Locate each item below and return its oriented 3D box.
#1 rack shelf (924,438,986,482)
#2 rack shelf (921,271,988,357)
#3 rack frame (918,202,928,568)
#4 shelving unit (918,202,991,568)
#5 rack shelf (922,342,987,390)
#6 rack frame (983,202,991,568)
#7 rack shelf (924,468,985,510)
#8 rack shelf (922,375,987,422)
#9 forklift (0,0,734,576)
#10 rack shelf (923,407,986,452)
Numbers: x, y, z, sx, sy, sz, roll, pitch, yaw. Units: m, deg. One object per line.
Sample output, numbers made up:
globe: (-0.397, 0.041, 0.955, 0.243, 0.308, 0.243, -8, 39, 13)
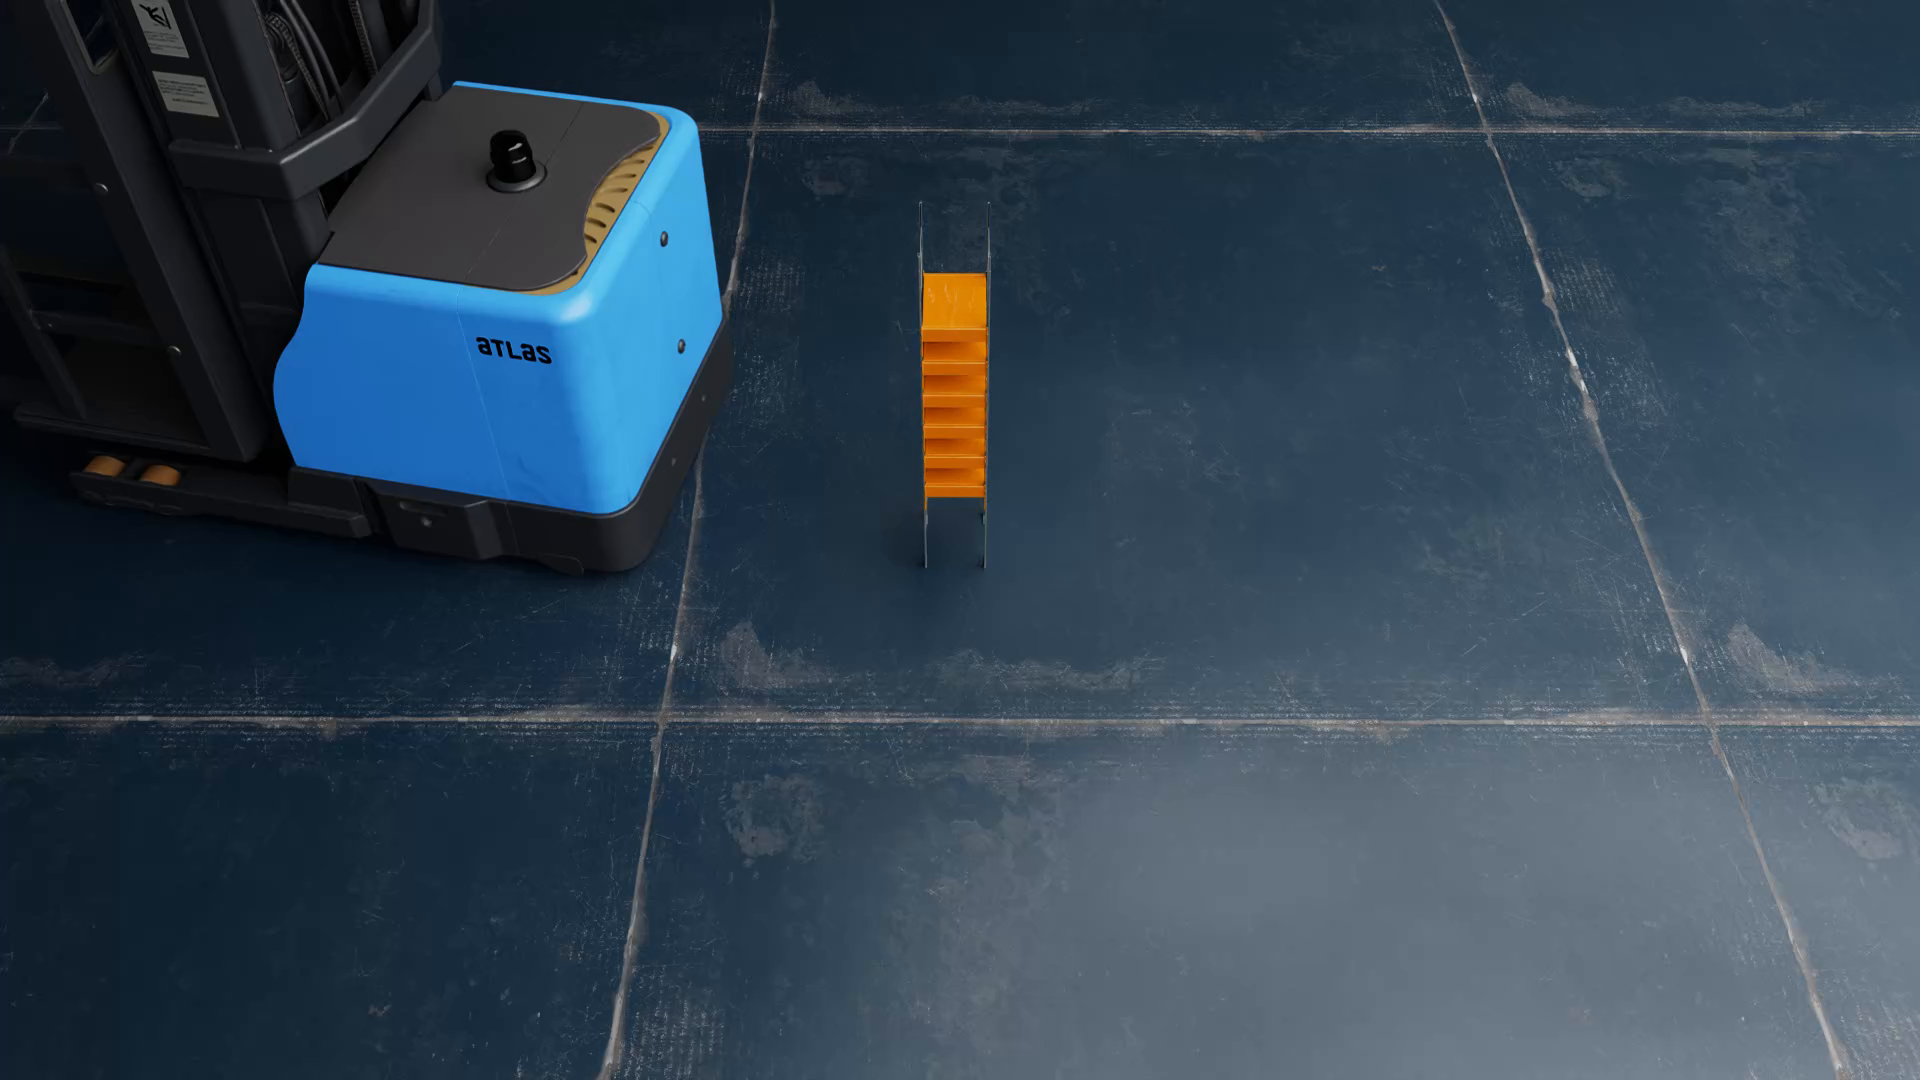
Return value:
rack shelf: (-0.014, -0.297, 4.931, 0.180, 0.103, 0.258, 0, 47, 0)
rack shelf: (-0.014, -0.624, 4.580, 0.180, 0.103, 0.258, 0, 47, 0)
rack frame: (-0.106, -0.409, 4.811, 0.006, 1.200, 0.240, 0, 47, 0)
shelving unit: (-0.014, -0.409, 4.811, 0.189, 1.200, 0.258, 0, 47, 0)
rack shelf: (-0.014, -0.542, 4.668, 0.180, 0.103, 0.258, 0, 47, 0)
rack frame: (0.077, -0.409, 4.811, 0.006, 1.200, 0.240, 0, 47, 0)
rack shelf: (-0.014, -0.215, 5.019, 0.180, 0.103, 0.258, 0, 47, 0)
rack shelf: (-0.014, -0.460, 4.756, 0.180, 0.103, 0.258, 0, 47, 0)
forklift: (-2.344, -1.446, 4.594, 3.031, 2.935, 1.130, 9, 48, 8)
rack shelf: (-0.014, -0.379, 4.843, 0.180, 0.103, 0.258, 0, 47, 0)
